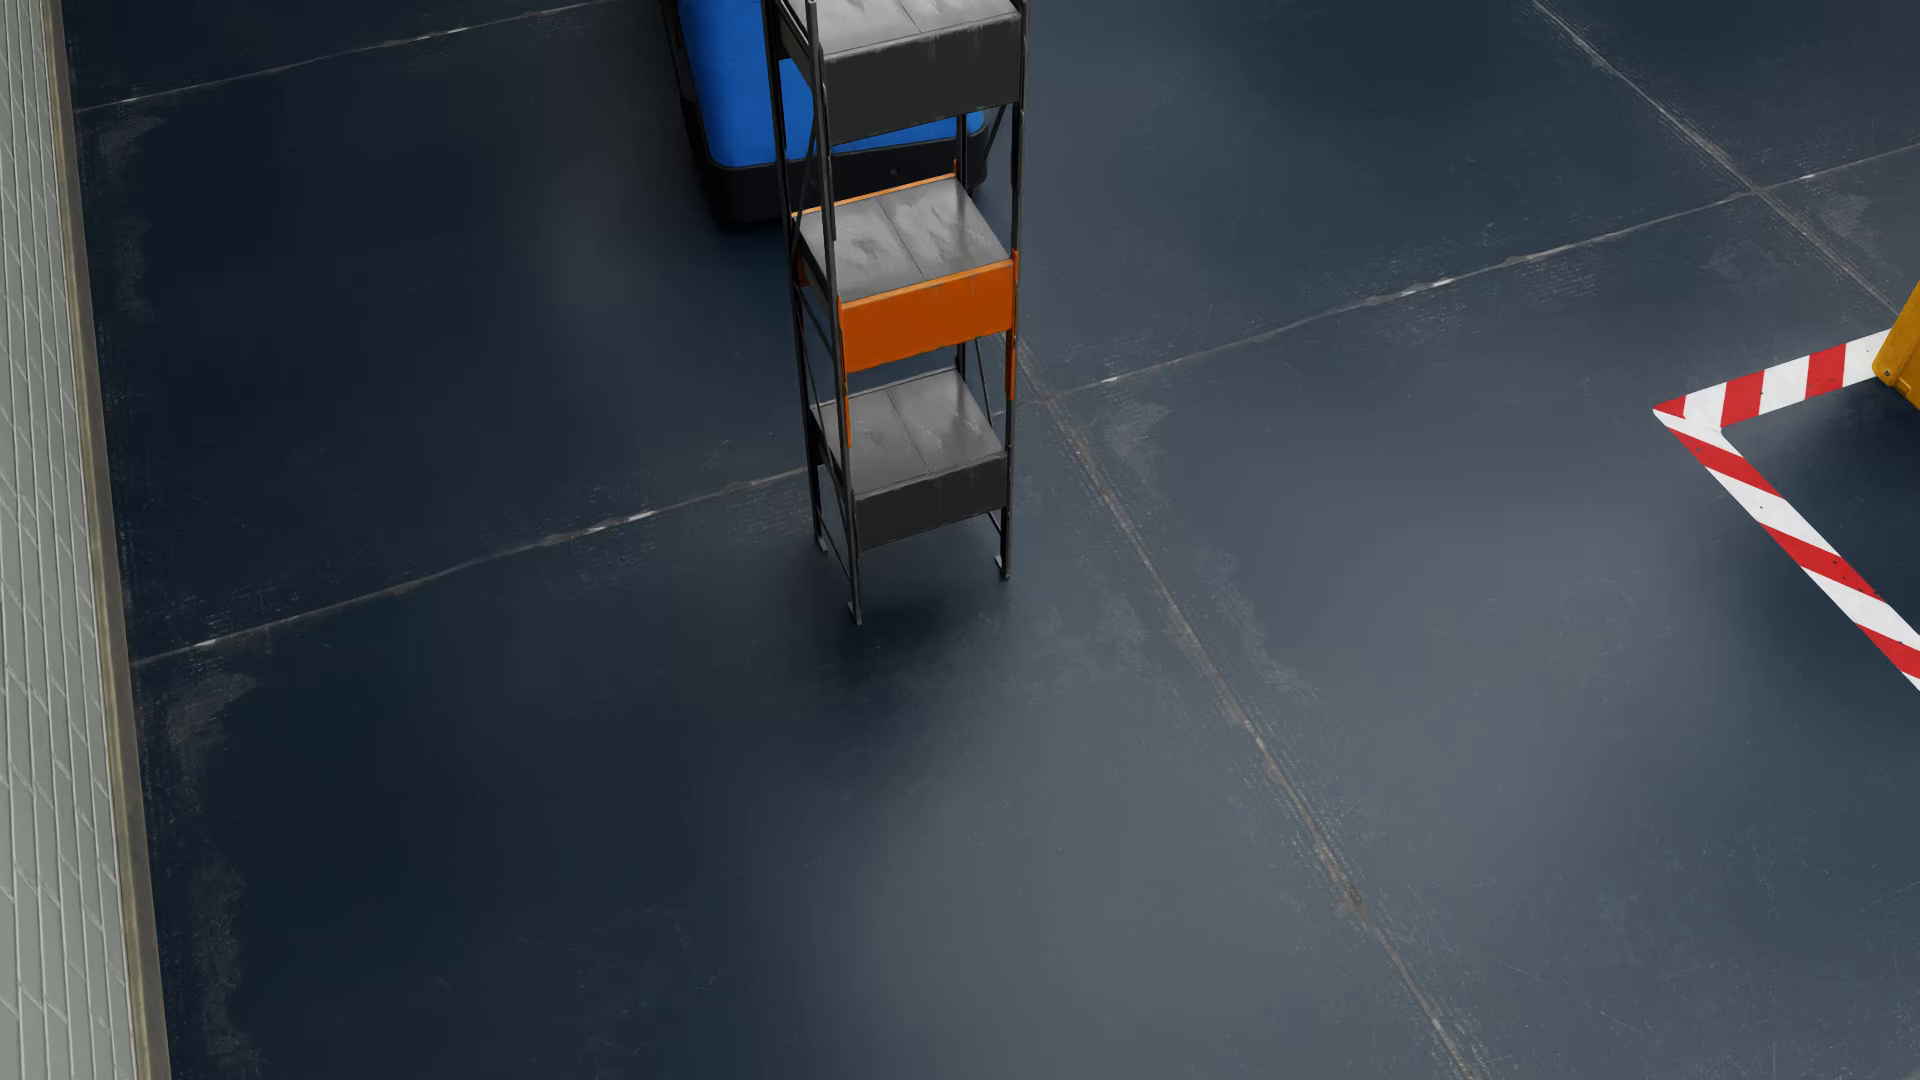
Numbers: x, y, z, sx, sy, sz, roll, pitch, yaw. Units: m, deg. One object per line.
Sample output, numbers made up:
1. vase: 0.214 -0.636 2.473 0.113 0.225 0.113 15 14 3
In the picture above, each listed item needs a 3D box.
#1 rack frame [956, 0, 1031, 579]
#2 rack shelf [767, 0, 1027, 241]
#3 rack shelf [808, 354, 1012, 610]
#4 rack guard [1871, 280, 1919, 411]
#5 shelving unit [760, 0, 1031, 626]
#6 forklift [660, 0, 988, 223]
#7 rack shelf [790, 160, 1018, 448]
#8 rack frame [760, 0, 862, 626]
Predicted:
1. rack frame: 0.073 -0.707 4.473 0.015 2.100 0.400 -17 52 -14
2. rack shelf: -0.153 -1.084 3.892 0.480 0.518 0.431 -17 52 -14
3. rack shelf: -0.153 -0.172 4.954 0.480 0.518 0.431 -17 52 -14
4. rack guard: 3.517 -0.415 5.277 0.348 0.500 1.175 -17 52 -14
5. shelving unit: -0.153 -0.637 4.413 0.503 2.100 0.431 -17 52 -14
6. forklift: -0.731 -3.277 6.132 1.130 2.935 3.031 -10 50 -9
7. rack shelf: -0.153 -0.628 4.423 0.480 0.518 0.431 -17 52 -14
8. rack frame: -0.379 -0.567 4.353 0.015 2.100 0.400 -17 52 -14
